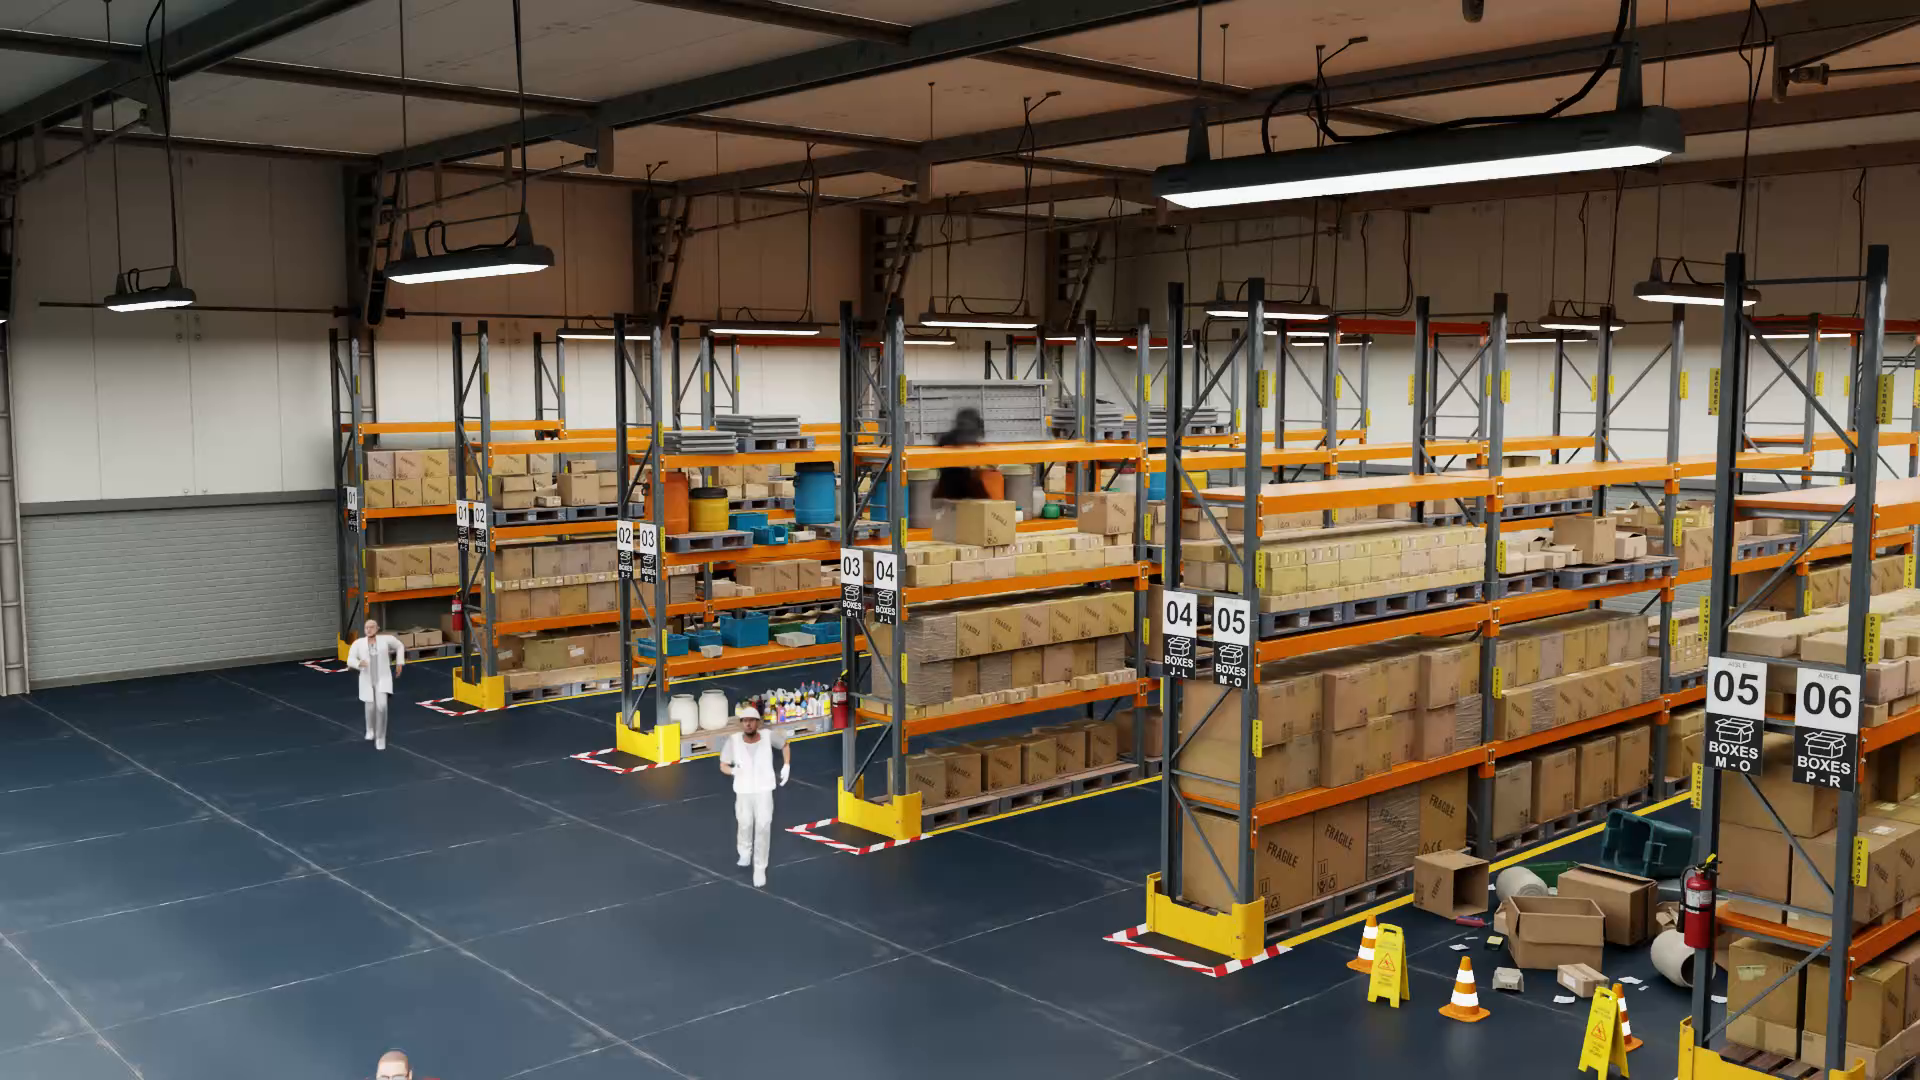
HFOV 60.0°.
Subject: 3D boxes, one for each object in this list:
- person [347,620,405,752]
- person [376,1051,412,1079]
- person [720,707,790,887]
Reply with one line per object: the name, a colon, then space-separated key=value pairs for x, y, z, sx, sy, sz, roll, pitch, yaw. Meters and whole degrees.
person: x=-8.117 y=2.001 z=23.148 sx=0.732 sy=1.826 sz=0.973 roll=-1 pitch=6 yaw=-12
person: x=-2.863 y=3.474 z=8.443 sx=0.640 sy=1.788 sz=0.800 roll=-2 pitch=6 yaw=-16
person: x=-2.106 y=2.597 z=17.070 sx=0.693 sy=1.825 sz=0.909 roll=0 pitch=6 yaw=-2
